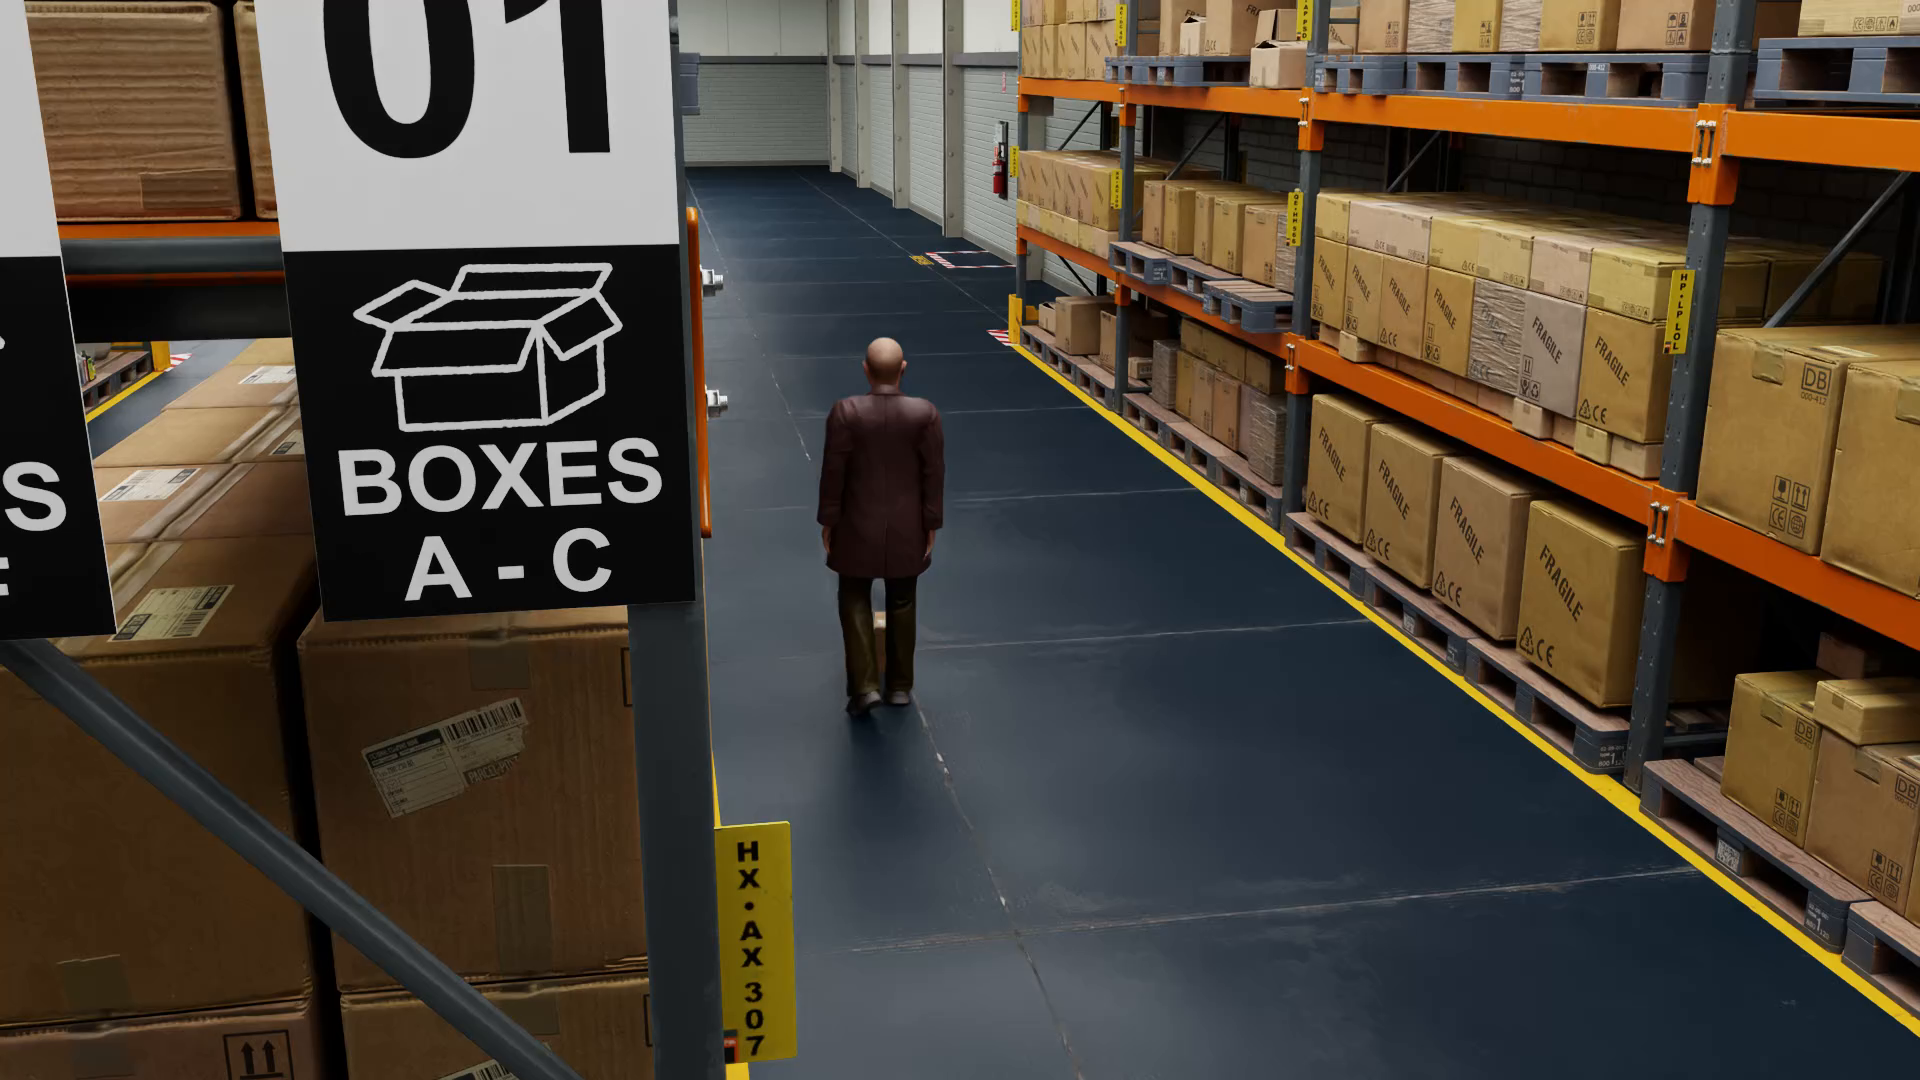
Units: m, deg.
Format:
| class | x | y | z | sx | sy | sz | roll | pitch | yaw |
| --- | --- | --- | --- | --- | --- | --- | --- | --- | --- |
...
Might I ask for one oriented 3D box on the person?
| class | x | y | z | sx | sy | sz | roll | pitch | yaw |
| --- | --- | --- | --- | --- | --- | --- | --- | --- | --- |
| person | -0.375 | -0.029 | 7.810 | 0.595 | 1.867 | 0.551 | -3 | 16 | -9 |
